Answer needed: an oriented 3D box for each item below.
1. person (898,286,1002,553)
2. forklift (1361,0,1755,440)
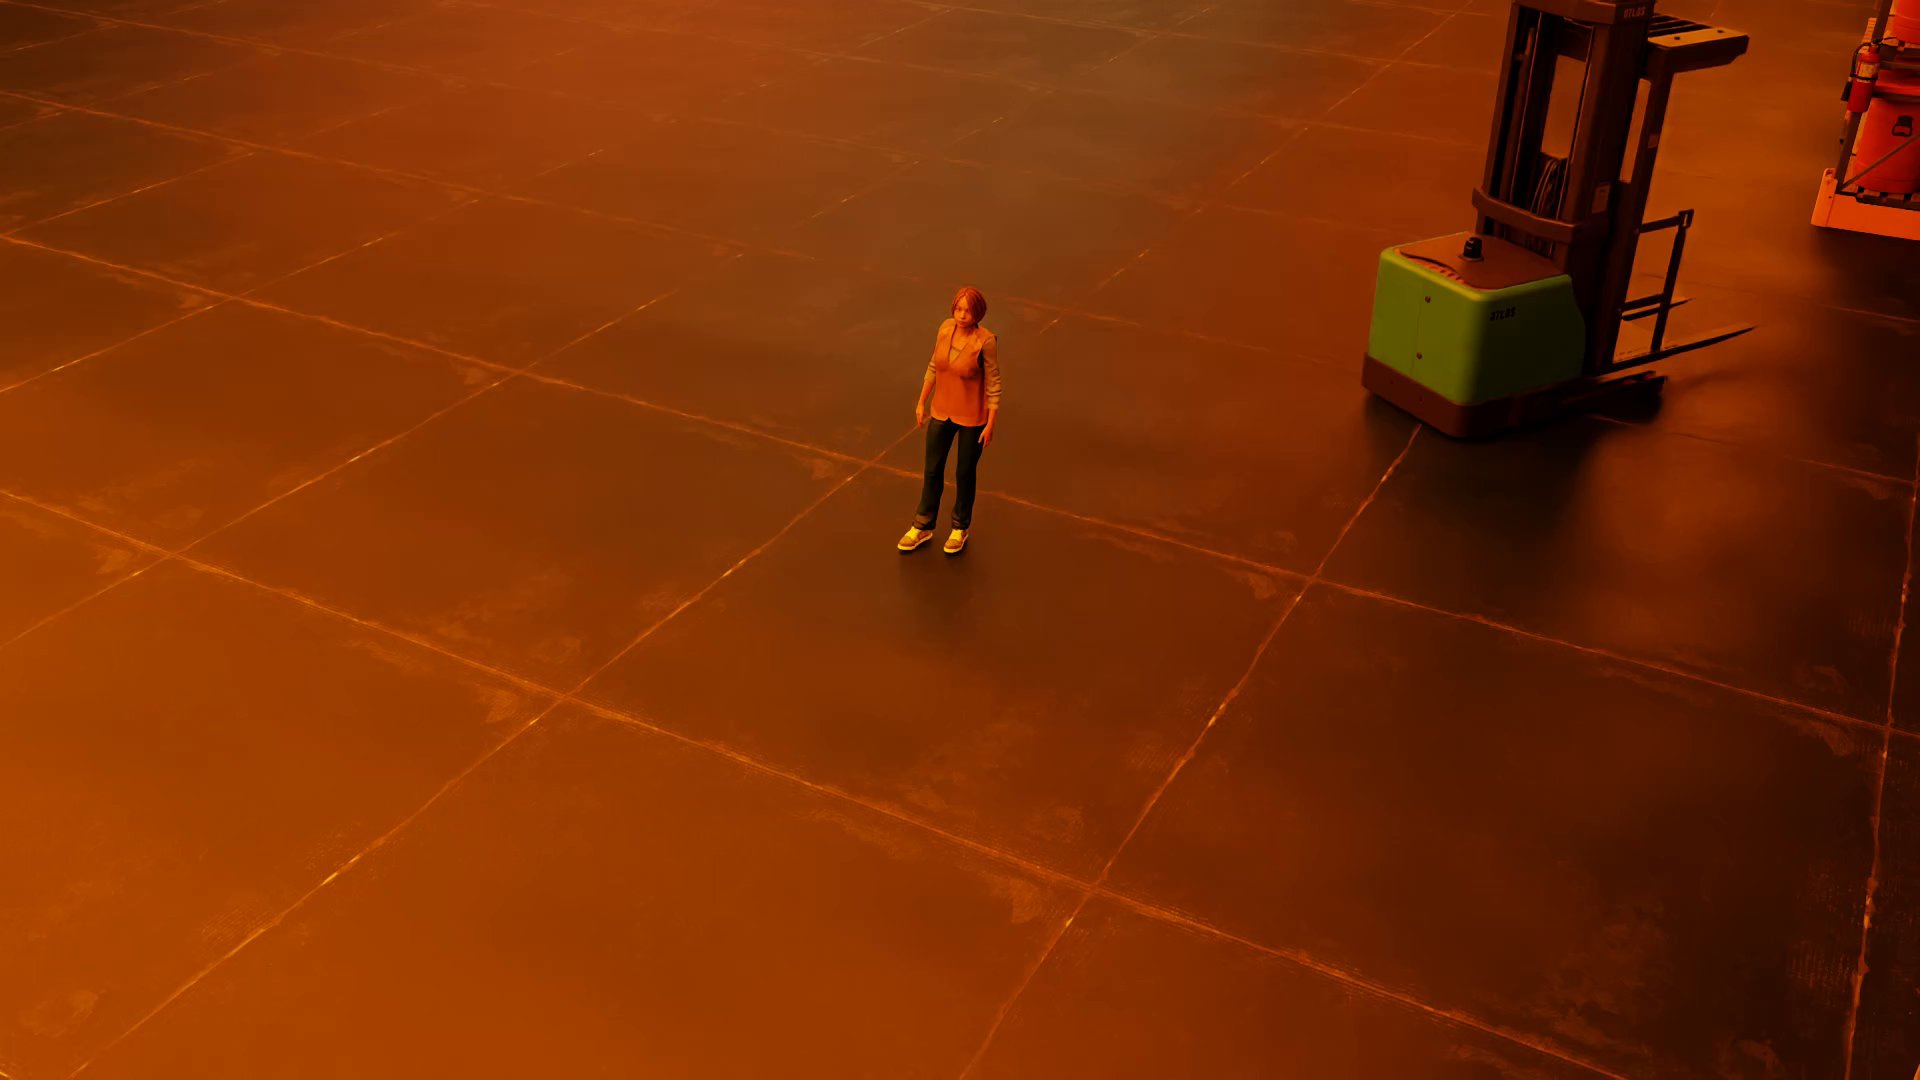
[{"bbox_3d":[-0.048,-0.669,9.550,0.520,1.597,0.476,15,33,25],"label":"person"},{"bbox_3d":[4.384,-2.449,11.314,3.031,2.935,1.130,-15,33,-24],"label":"forklift"}]
